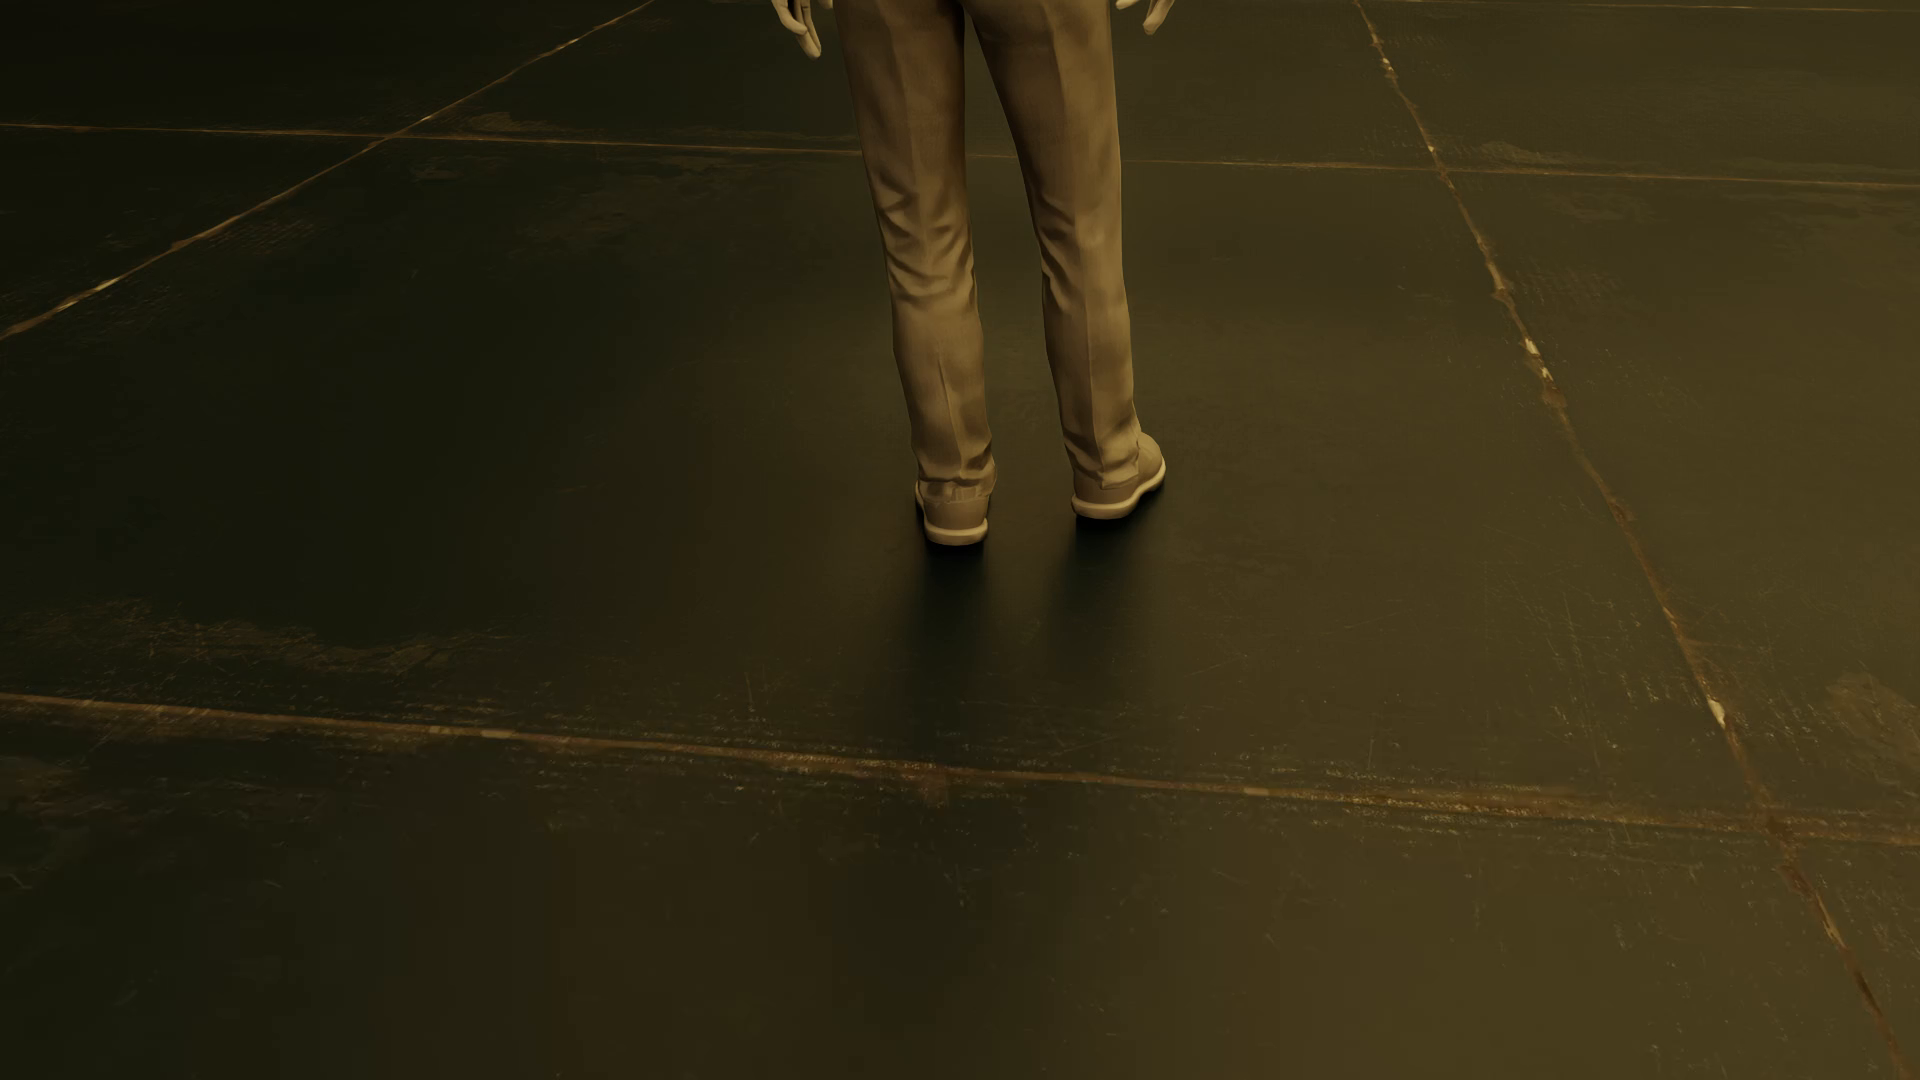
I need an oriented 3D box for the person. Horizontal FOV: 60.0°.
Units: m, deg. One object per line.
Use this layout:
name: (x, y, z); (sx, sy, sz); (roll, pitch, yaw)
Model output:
person: (0.016, -0.795, 2.179); (0.586, 1.694, 0.530); (3, 27, 7)
